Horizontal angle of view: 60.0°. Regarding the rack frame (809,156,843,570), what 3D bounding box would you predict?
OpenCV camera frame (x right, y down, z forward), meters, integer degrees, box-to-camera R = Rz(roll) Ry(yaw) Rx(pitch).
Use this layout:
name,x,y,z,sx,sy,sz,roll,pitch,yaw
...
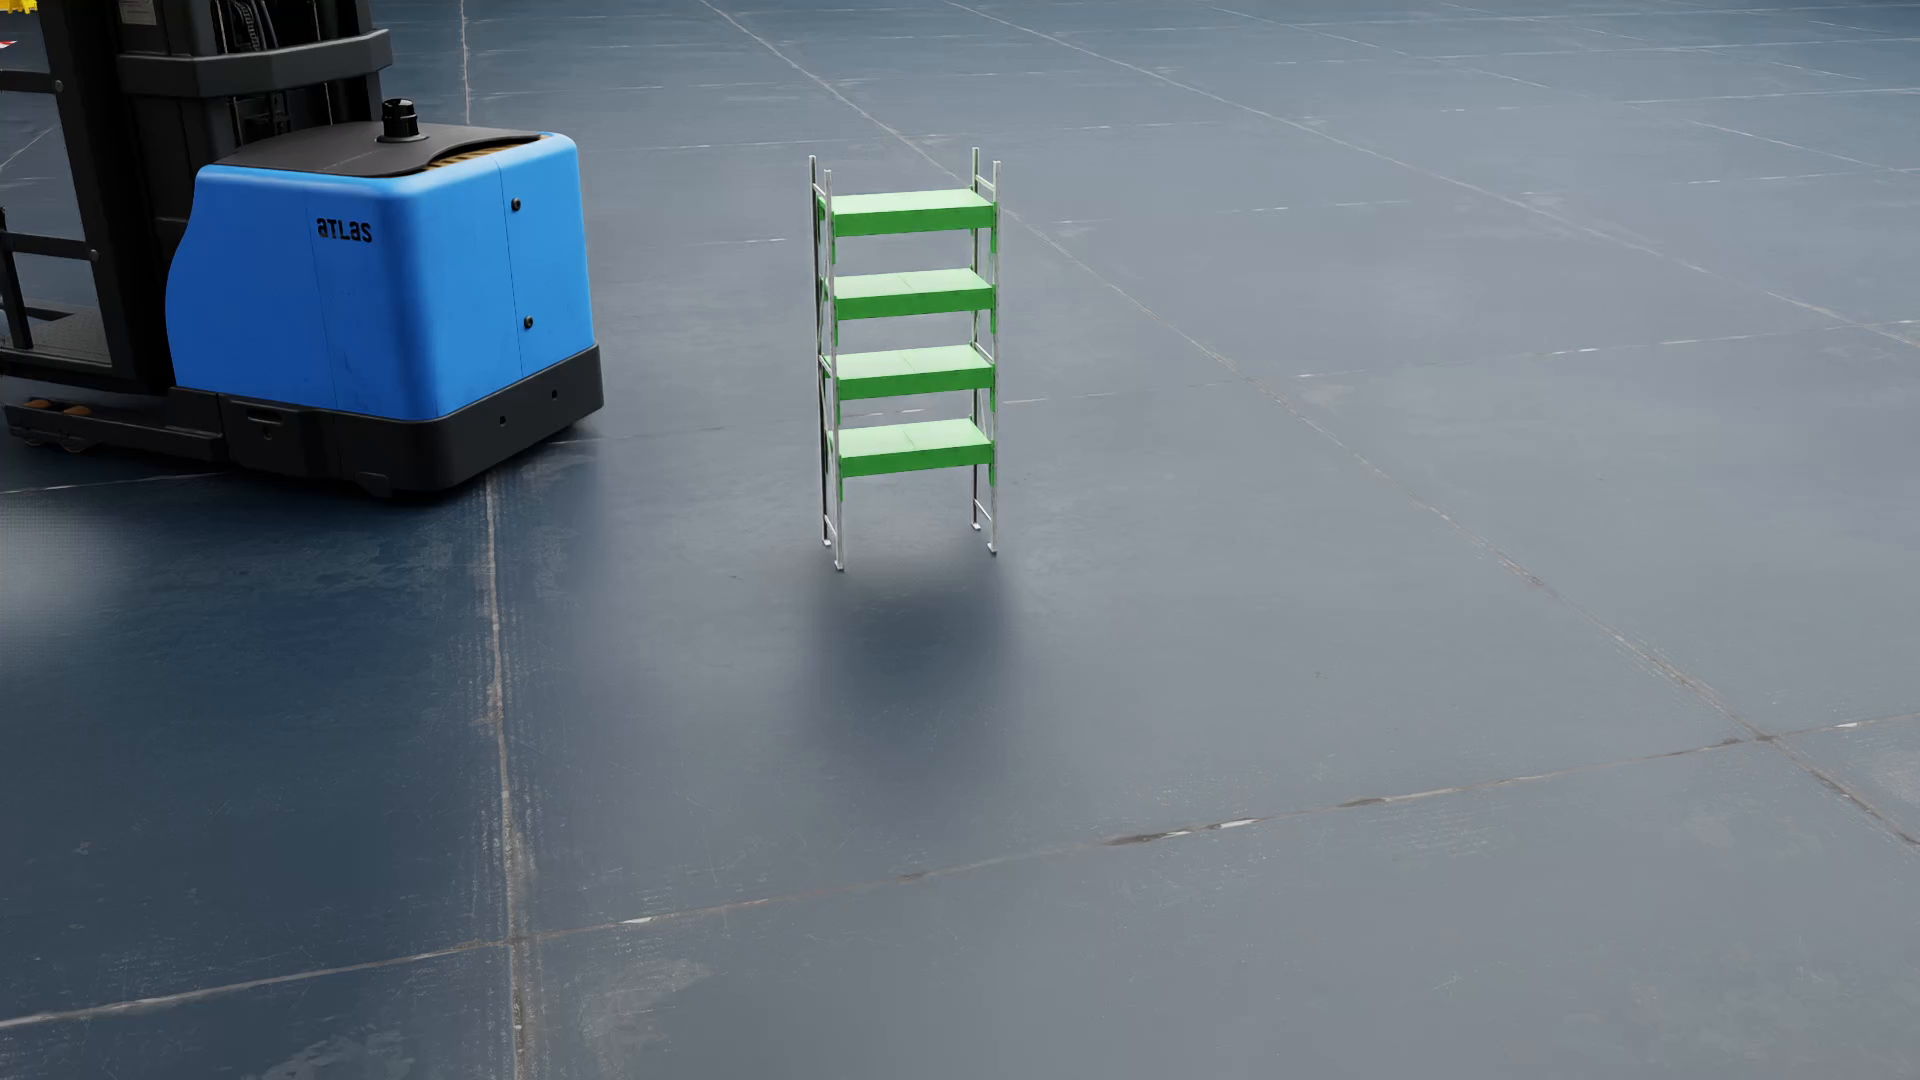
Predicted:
name,x,y,z,sx,sy,sz,roll,pitch,yaw
rack frame,-0.394,-0.508,4.912,0.015,1.200,0.240,-6,24,-14

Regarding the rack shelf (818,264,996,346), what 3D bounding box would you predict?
name,x,y,z,sx,sy,sz,roll,pitch,yaw
rack shelf,-0.159,-0.696,4.903,0.480,0.148,0.258,-6,24,-14

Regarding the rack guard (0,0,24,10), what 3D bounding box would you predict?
name,x,y,z,sx,sy,sz,roll,pitch,yaw
rack guard,-11.874,-6.990,20.908,0.348,0.500,1.175,-6,24,-14

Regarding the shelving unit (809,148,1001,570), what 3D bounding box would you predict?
name,x,y,z,sx,sy,sz,roll,pitch,yaw
shelving unit,-0.159,-0.534,4.972,0.503,1.200,0.258,-6,24,-14

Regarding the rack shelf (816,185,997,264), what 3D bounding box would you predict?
name,x,y,z,sx,sy,sz,roll,pitch,yaw
rack shelf,-0.159,-0.916,4.808,0.480,0.148,0.258,-6,24,-14

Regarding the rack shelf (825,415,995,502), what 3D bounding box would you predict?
name,x,y,z,sx,sy,sz,roll,pitch,yaw
rack shelf,-0.159,-0.254,5.092,0.480,0.148,0.258,-6,24,-14

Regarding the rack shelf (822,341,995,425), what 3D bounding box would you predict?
name,x,y,z,sx,sy,sz,roll,pitch,yaw
rack shelf,-0.159,-0.475,4.998,0.480,0.148,0.258,-6,24,-14

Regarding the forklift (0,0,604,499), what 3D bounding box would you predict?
name,x,y,z,sx,sy,sz,roll,pitch,yaw
forklift,-2.905,-1.841,5.823,3.031,2.935,1.130,9,25,20

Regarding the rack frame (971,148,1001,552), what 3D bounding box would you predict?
name,x,y,z,sx,sy,sz,roll,pitch,yaw
rack frame,0.076,-0.560,5.033,0.015,1.200,0.240,-6,24,-14

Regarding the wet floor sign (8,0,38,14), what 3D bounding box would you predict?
name,x,y,z,sx,sy,sz,roll,pitch,yaw
wet floor sign,-11.329,-6.679,19.998,0.232,0.644,0.267,2,23,4
